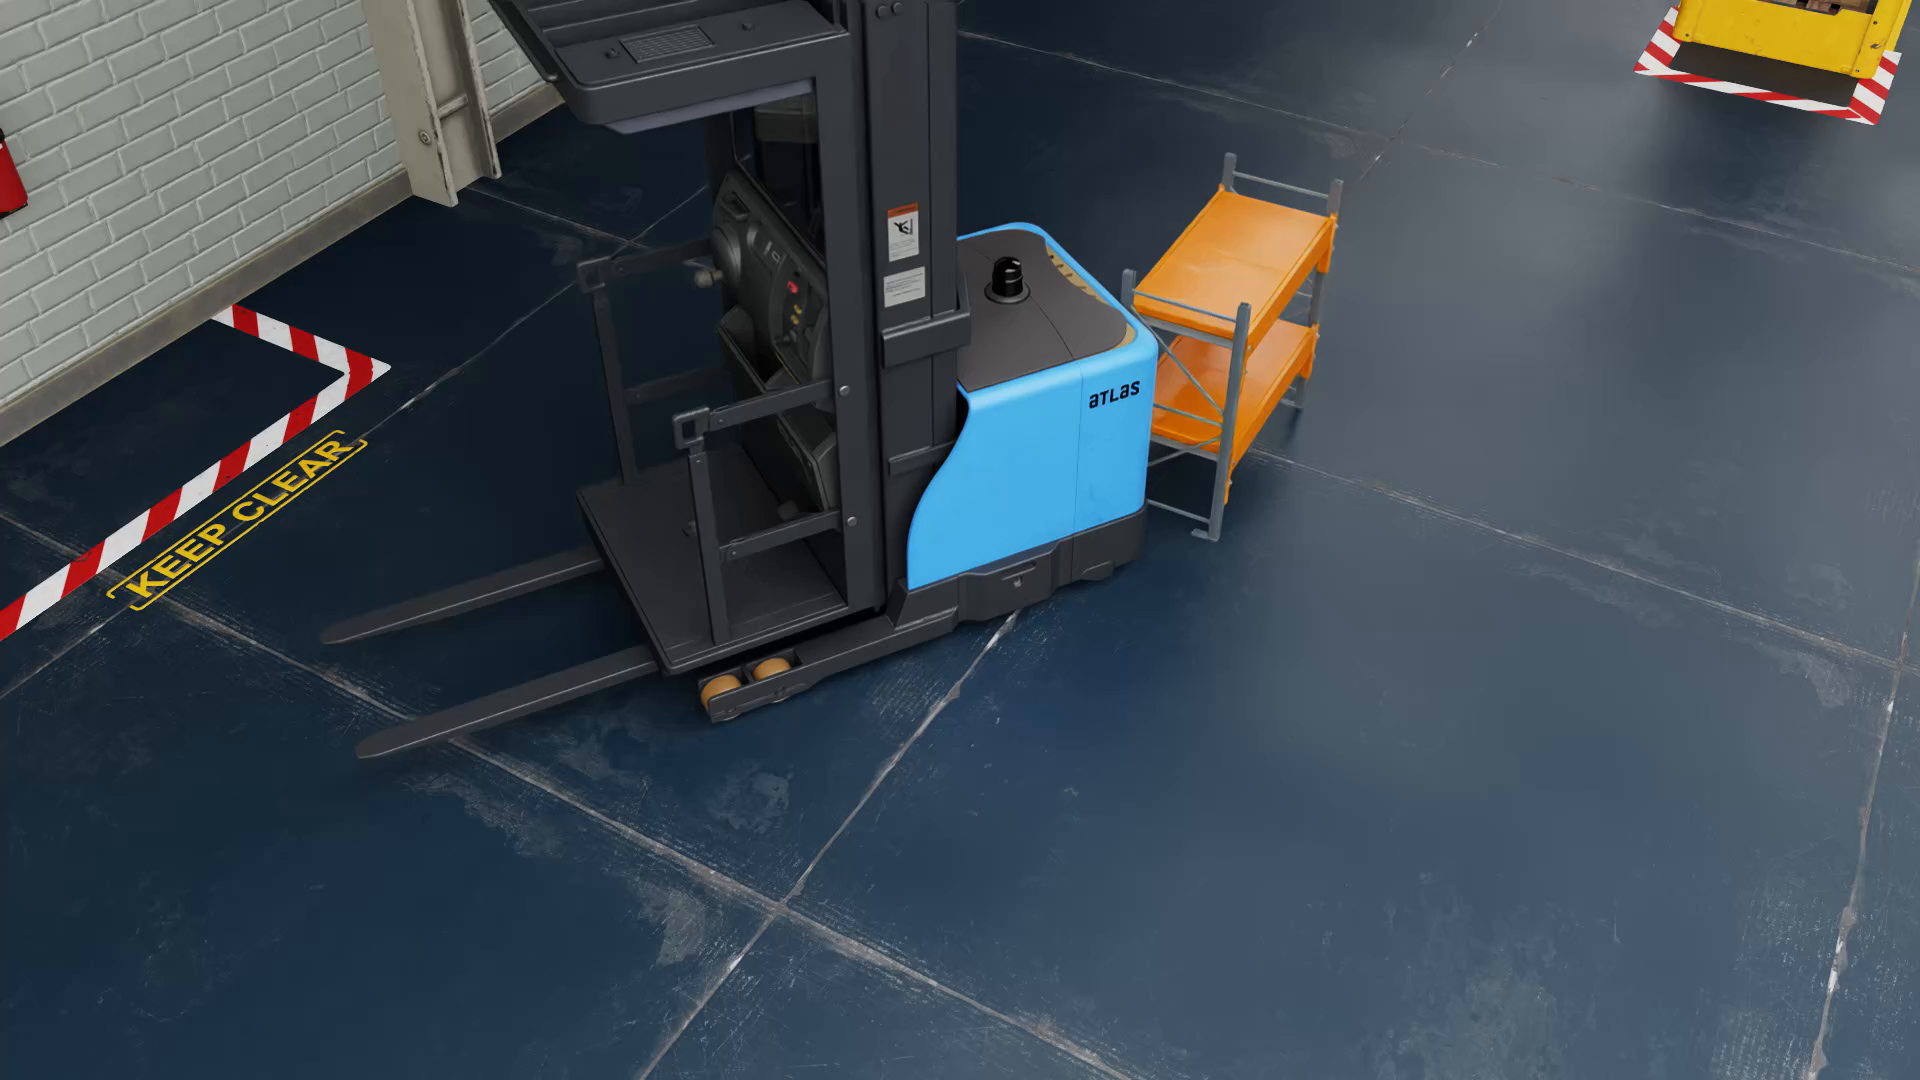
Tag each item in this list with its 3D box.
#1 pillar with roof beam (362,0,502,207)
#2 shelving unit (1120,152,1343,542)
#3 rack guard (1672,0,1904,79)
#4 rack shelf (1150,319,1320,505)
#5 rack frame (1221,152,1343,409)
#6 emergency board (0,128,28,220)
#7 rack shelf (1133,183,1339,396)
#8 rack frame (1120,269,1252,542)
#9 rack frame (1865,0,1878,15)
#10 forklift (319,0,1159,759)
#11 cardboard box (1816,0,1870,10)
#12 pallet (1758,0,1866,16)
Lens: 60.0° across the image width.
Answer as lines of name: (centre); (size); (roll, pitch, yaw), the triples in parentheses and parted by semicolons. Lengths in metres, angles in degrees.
pillar with roof beam: (1.023, -3.865, 4.330); (9.100, 9.000, 0.400); (21, 45, 22)
shelving unit: (1.073, -0.796, 6.803); (0.538, 1.125, 1.048); (20, 45, 21)
rack guard: (4.976, -3.196, 10.001); (1.175, 0.500, 0.348); (21, 45, 22)
rack shelf: (1.073, -0.613, 6.965); (0.538, 0.278, 1.000); (20, 45, 21)
rack frame: (1.316, -1.092, 7.138); (0.500, 1.125, 0.032); (20, 45, 21)
emergency board: (-3.974, -1.636, 6.338); (0.194, 1.169, 0.643); (21, 45, 22)
rack shelf: (1.073, -1.016, 6.610); (0.538, 0.278, 1.000); (20, 45, 21)
rack frame: (0.830, -0.501, 6.468); (0.500, 1.125, 0.032); (20, 45, 21)
rack frame: (4.988, -4.147, 9.190); (1.000, 3.000, 0.127); (21, 45, 22)
forklift: (-0.822, -0.848, 5.495); (3.031, 2.935, 1.130); (-19, 45, -20)
cardboard box: (5.449, -3.506, 10.225); (0.500, 0.250, 0.500); (21, 45, 22)
pallet: (5.334, -3.552, 10.624); (1.003, 0.211, 1.213); (21, 45, 22)
